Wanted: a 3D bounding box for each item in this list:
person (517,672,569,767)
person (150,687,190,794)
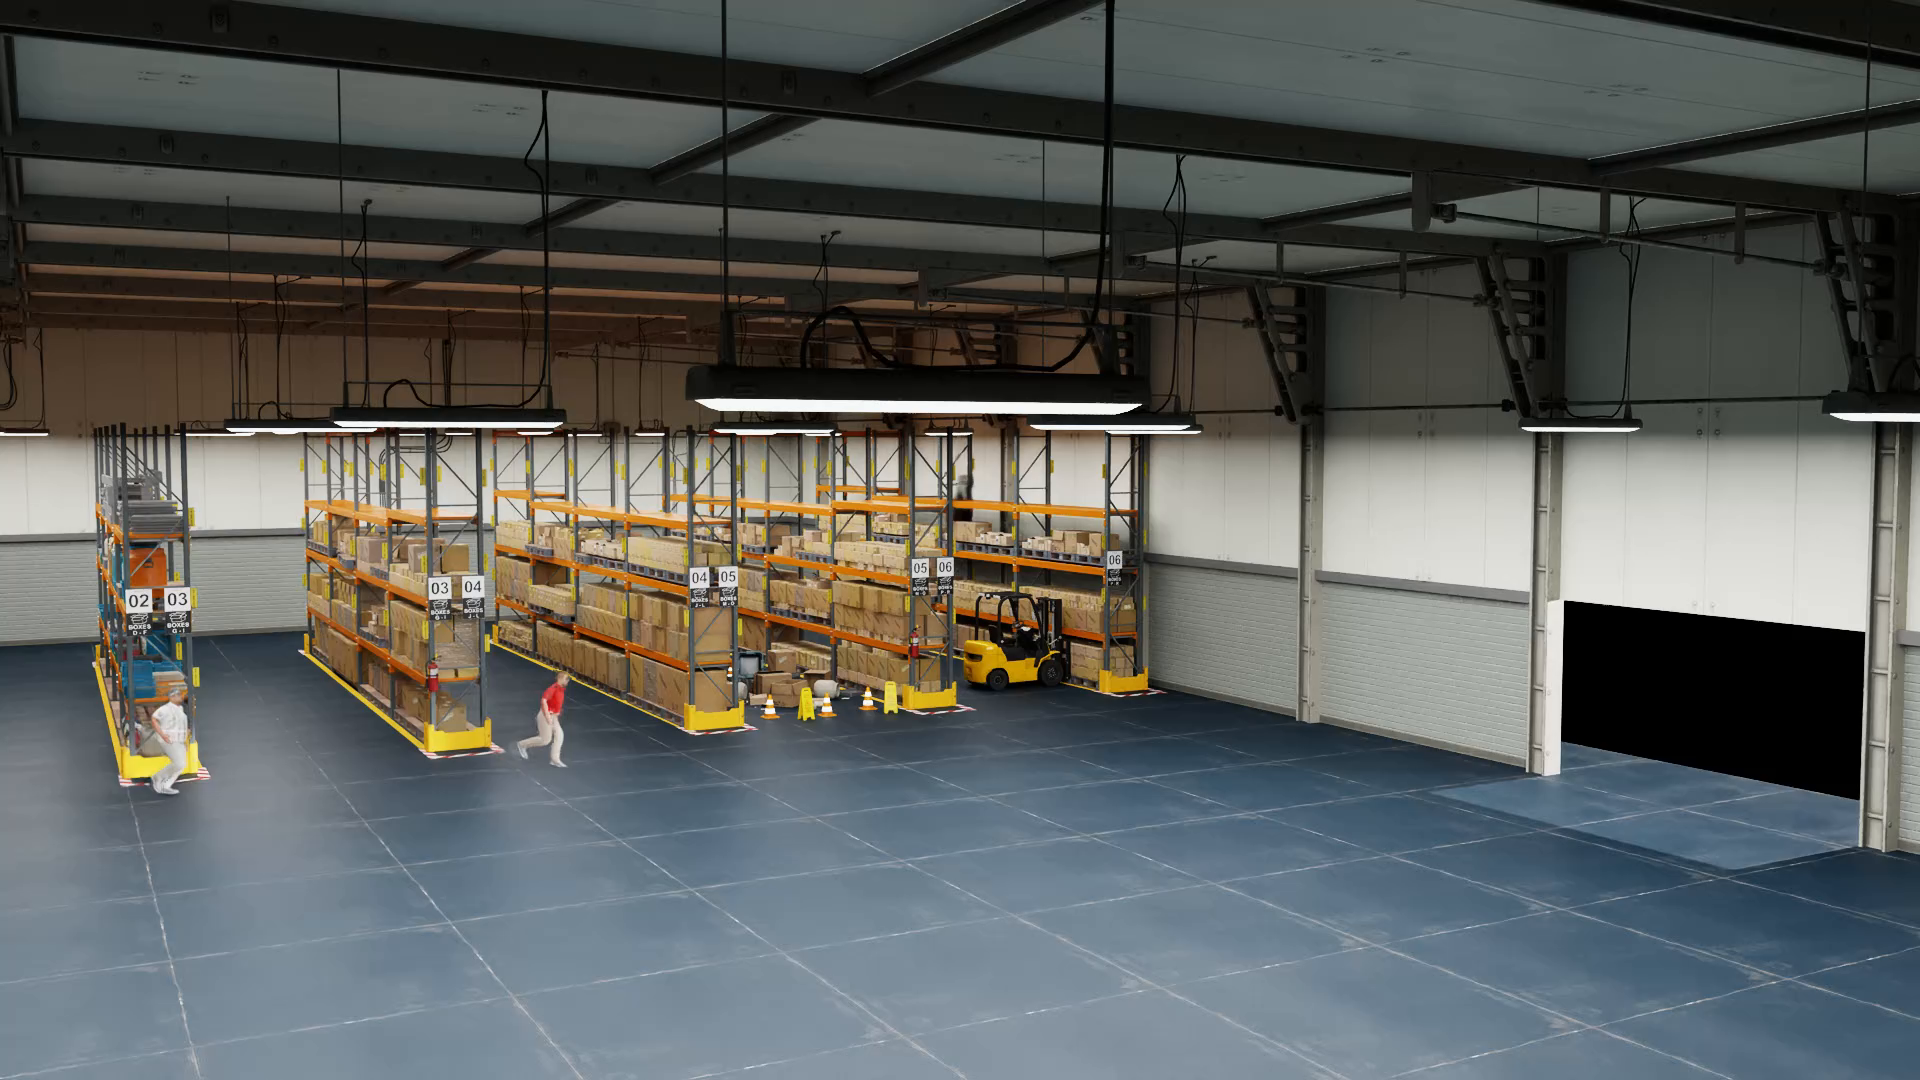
[{"bbox_3d":[-7.294,3.156,29.152,0.902,1.688,0.668,0,3,-4],"label":"person"},{"bbox_3d":[-12.734,3.232,26.941,0.534,1.698,0.678,0,3,1],"label":"person"}]
